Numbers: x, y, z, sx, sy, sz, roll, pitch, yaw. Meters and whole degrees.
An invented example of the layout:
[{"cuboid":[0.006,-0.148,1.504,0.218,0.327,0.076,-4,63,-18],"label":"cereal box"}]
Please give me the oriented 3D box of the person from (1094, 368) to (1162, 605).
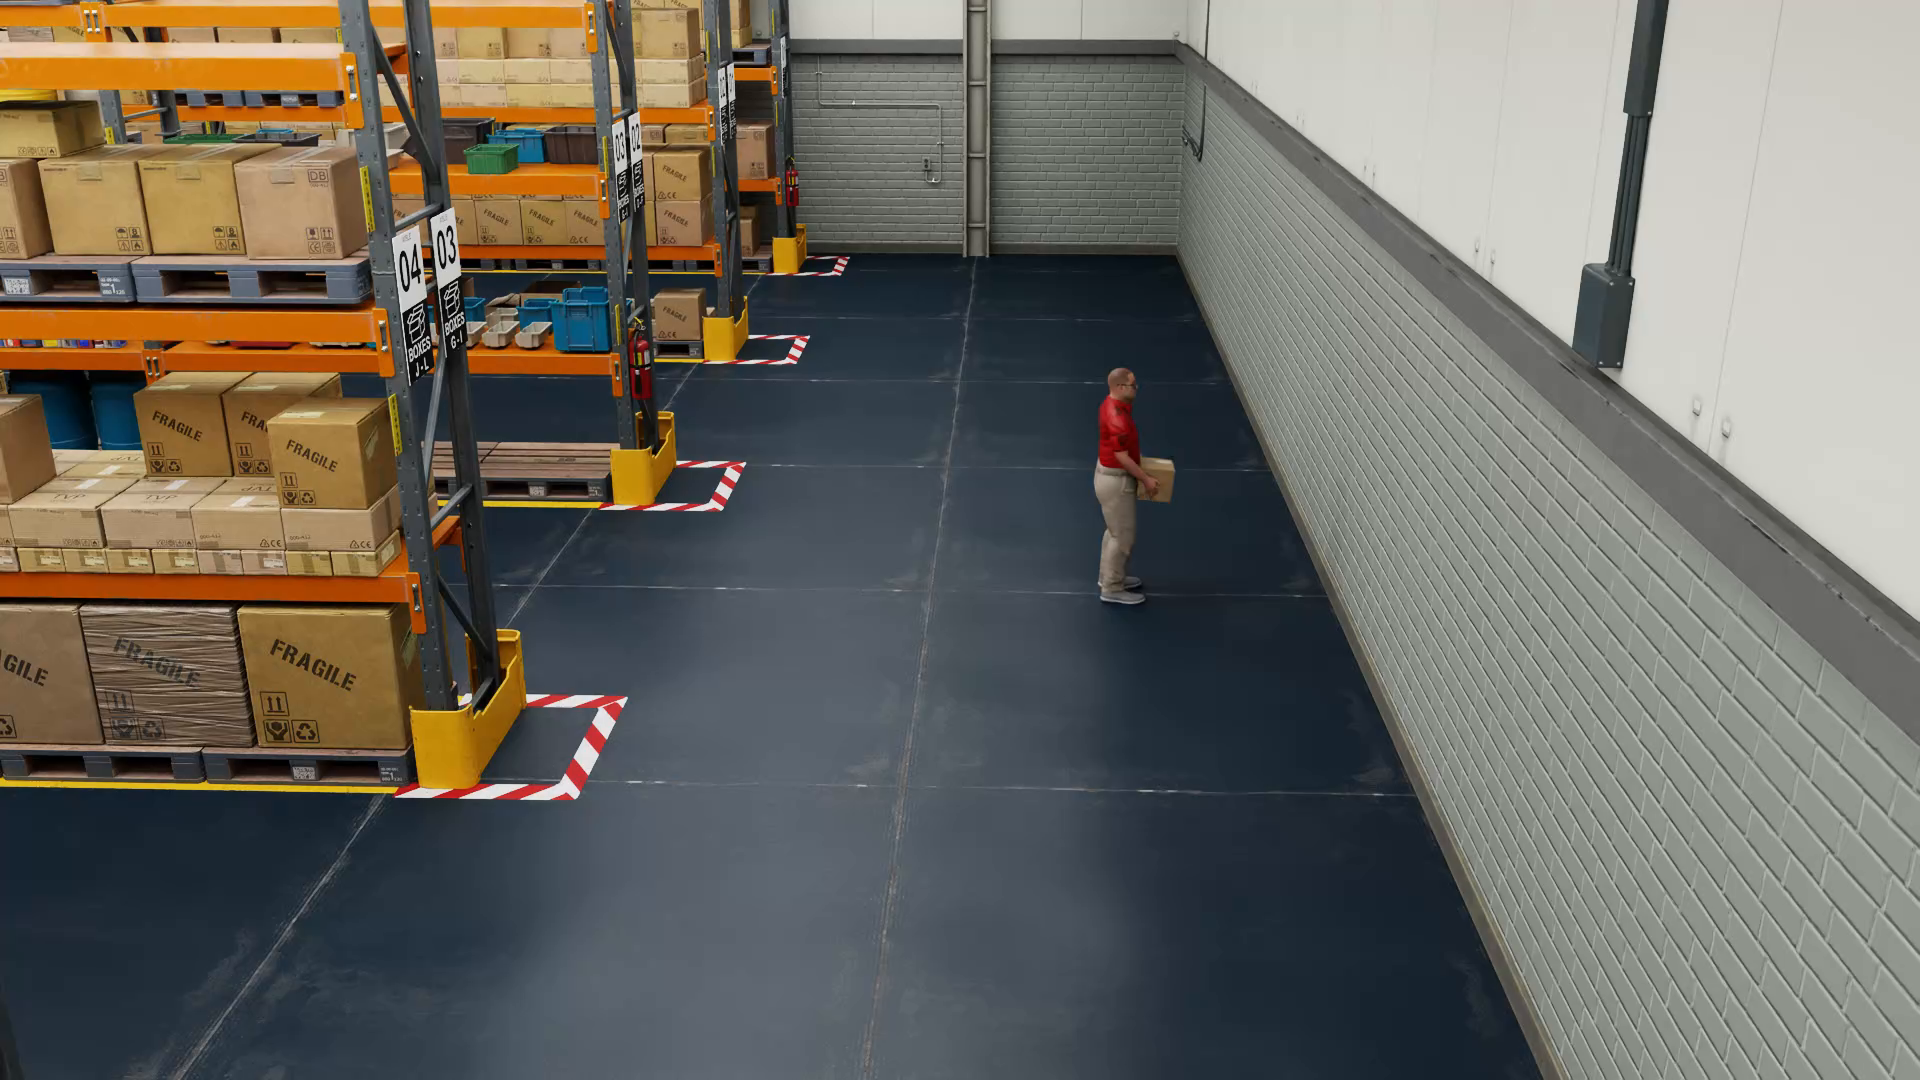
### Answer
[{"cuboid":[1.226,-0.415,12.192,0.483,1.733,0.530,0,21,1],"label":"person"}]
